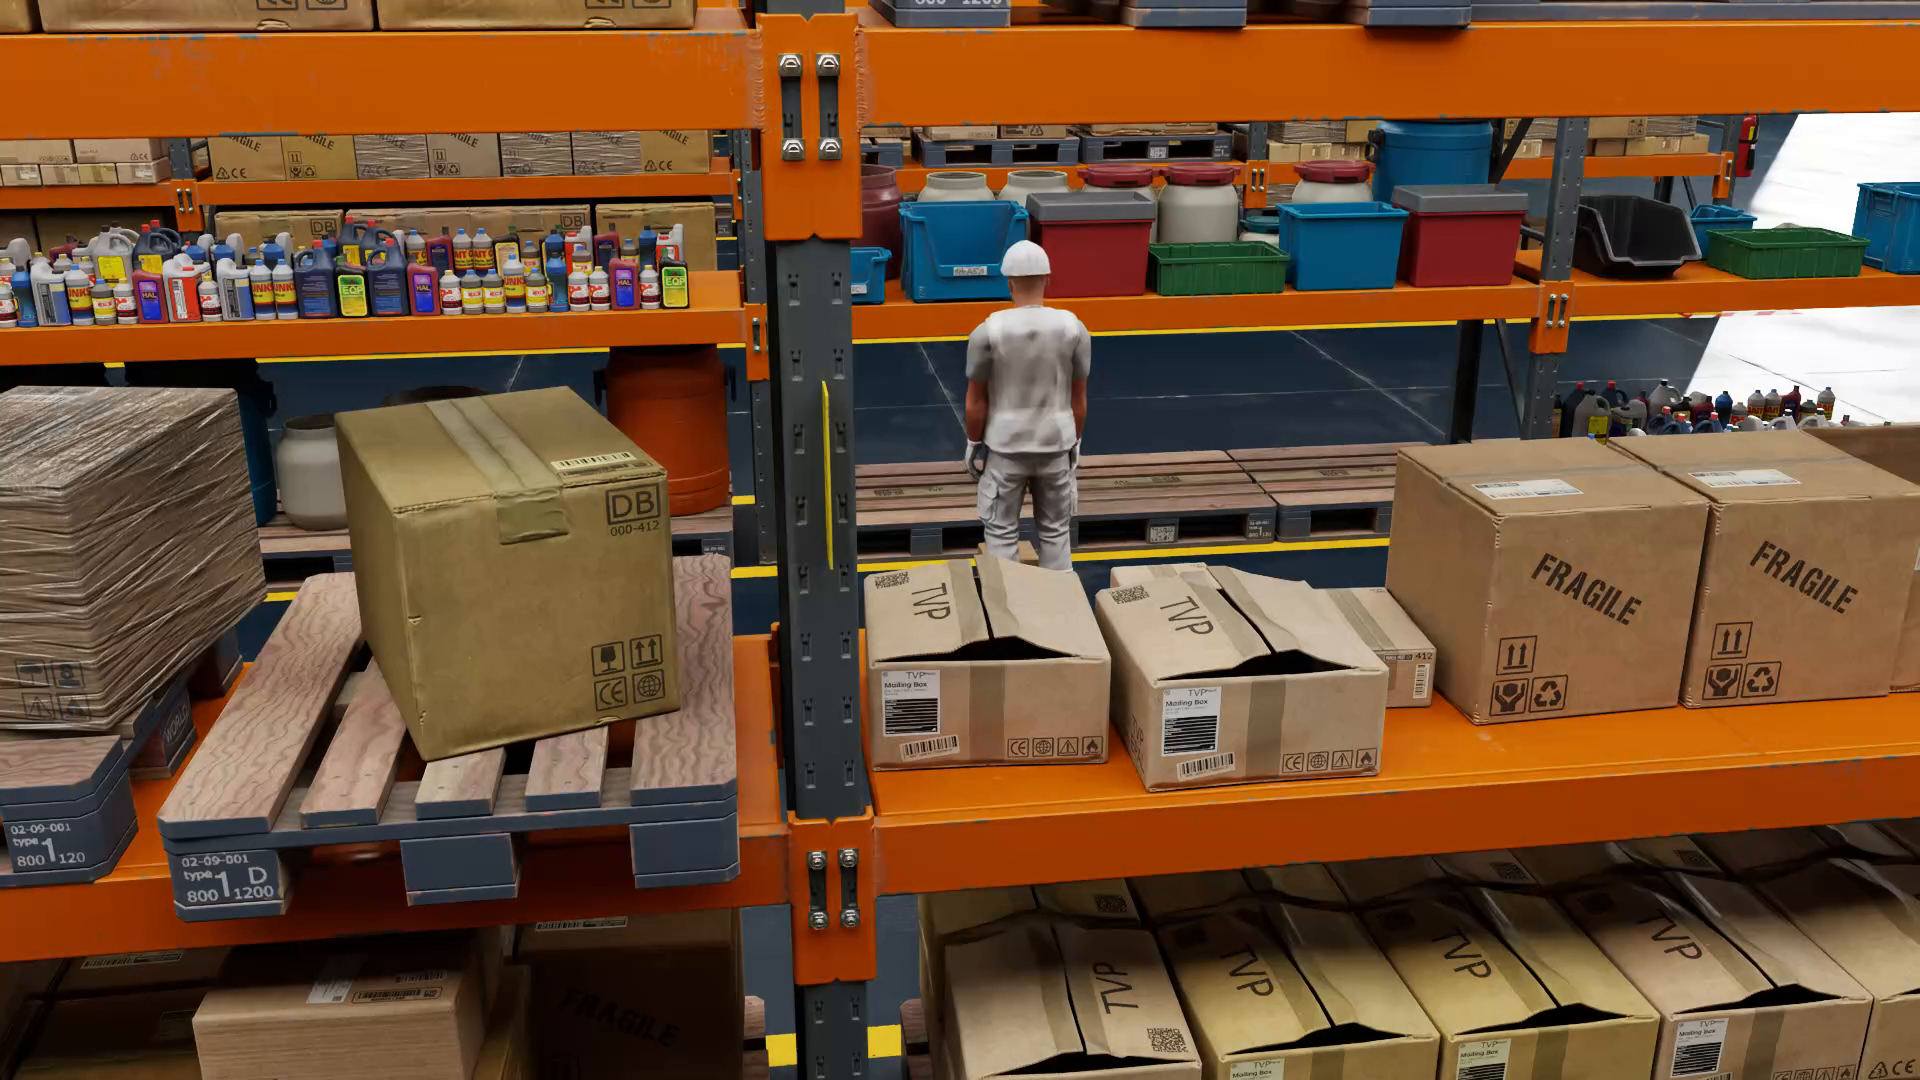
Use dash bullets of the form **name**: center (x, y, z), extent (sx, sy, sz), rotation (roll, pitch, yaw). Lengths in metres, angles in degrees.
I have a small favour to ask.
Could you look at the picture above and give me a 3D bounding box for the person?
- **person**: center (0.281, -0.386, 7.131), extent (0.528, 1.783, 0.351), rotation (-2, 20, -7)
